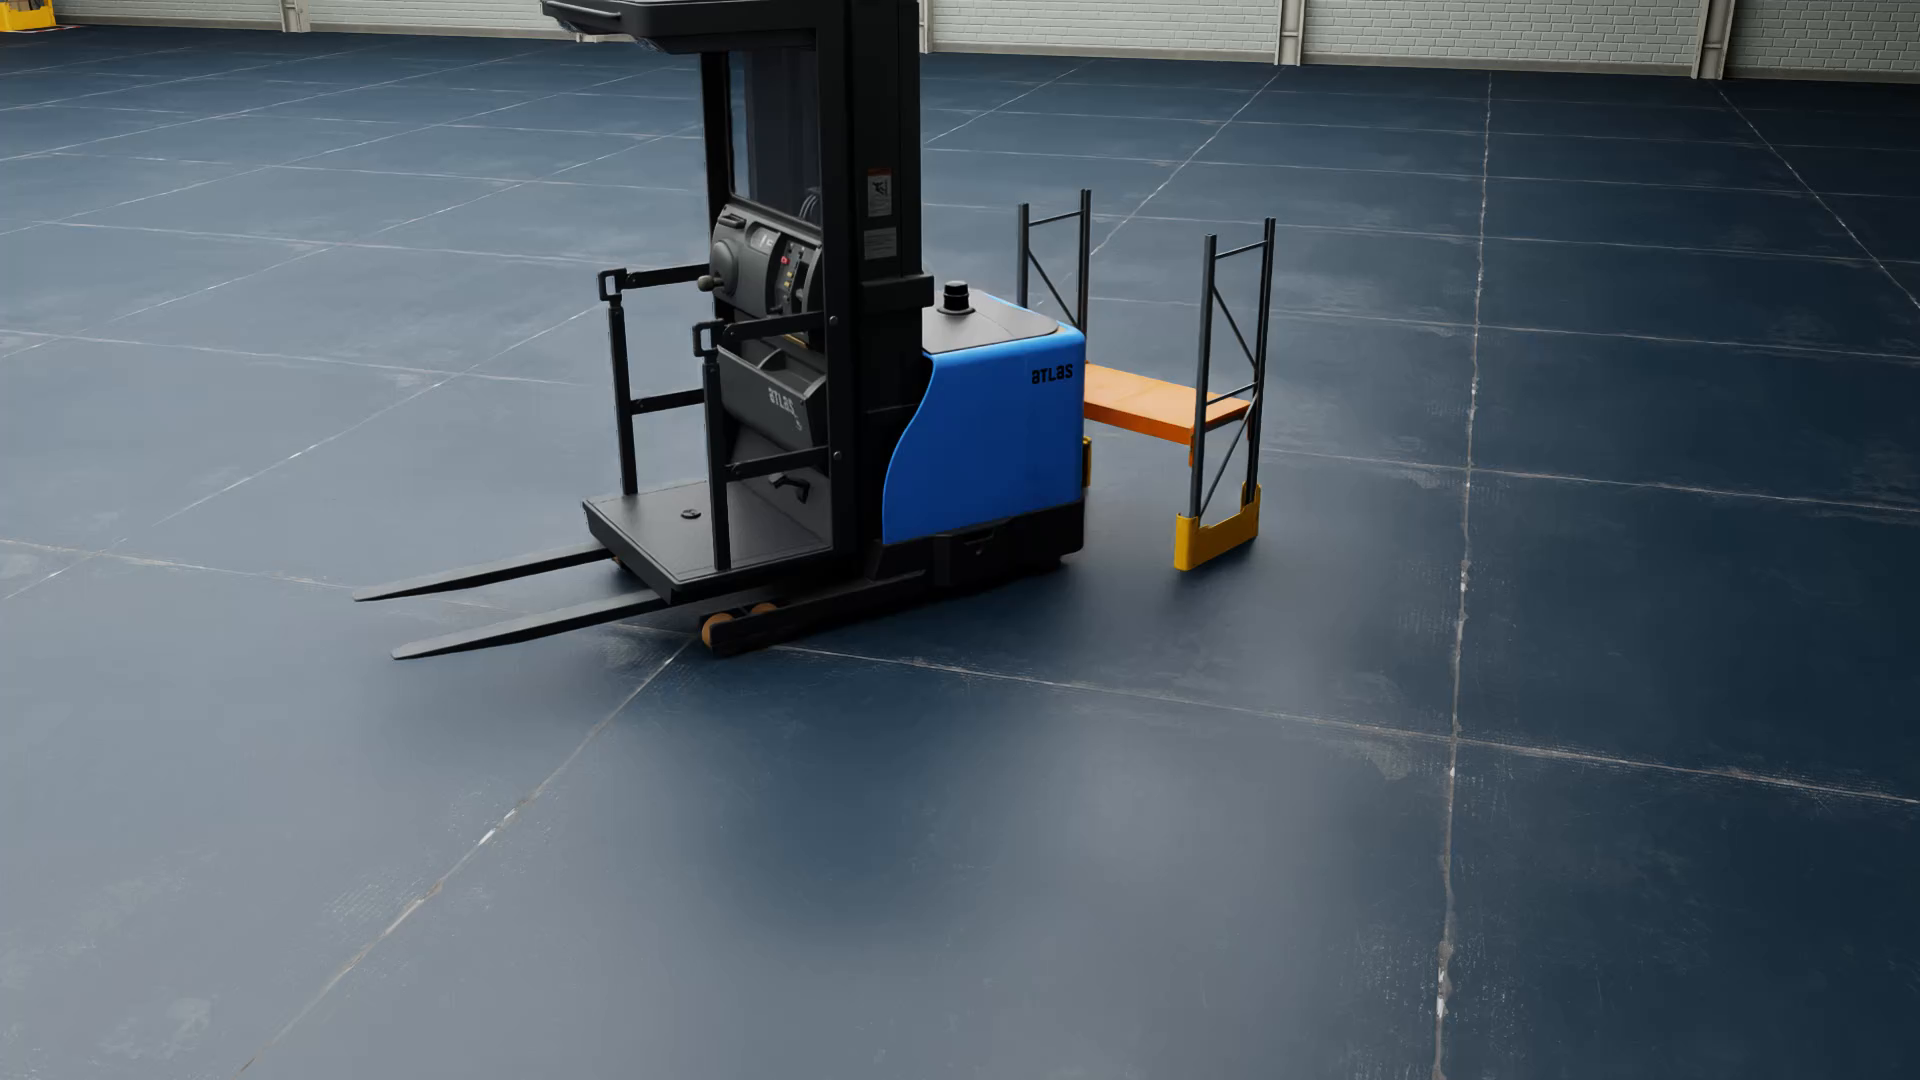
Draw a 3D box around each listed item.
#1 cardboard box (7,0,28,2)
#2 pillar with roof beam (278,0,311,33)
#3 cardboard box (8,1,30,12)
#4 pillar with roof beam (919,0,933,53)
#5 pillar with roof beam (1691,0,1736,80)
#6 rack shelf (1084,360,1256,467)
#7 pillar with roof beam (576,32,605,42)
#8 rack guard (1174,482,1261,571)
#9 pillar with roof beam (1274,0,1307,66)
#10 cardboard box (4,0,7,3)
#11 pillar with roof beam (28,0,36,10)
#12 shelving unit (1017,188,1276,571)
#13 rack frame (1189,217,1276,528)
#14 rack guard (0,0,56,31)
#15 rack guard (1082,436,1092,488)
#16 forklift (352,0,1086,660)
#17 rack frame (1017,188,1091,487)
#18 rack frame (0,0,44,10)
[{"bbox_3d":[-17.888,-10.251,31.218,0.500,0.250,0.500,7,23,16],"label":"cardboard box"},{"bbox_3d":[-13.403,-11.928,24.991,0.400,9.000,9.100,7,23,16],"label":"pillar with roof beam"},{"bbox_3d":[-17.911,-10.017,31.308,0.500,0.250,0.500,7,23,16],"label":"cardboard box"},{"bbox_3d":[-1.914,-10.612,21.784,0.400,9.000,9.100,7,23,16],"label":"pillar with roof beam"},{"bbox_3d":[9.574,-9.297,18.577,0.400,9.000,9.100,7,23,16],"label":"pillar with roof beam"},{"bbox_3d":[0.819,-0.603,7.739,1.000,0.185,0.538,19,29,38],"label":"rack shelf"},{"bbox_3d":[-7.659,-11.270,23.387,0.400,9.000,9.100,7,23,16],"label":"pillar with roof beam"},{"bbox_3d":[1.181,-0.067,7.605,0.087,0.250,0.587,19,29,38],"label":"rack guard"},{"bbox_3d":[3.830,-9.954,20.180,0.400,9.000,9.100,7,23,16],"label":"pillar with roof beam"},{"bbox_3d":[-18.054,-10.063,30.762,0.500,0.250,0.500,6,23,15],"label":"cardboard box"},{"bbox_3d":[-19.147,-12.585,26.594,0.400,9.000,9.100,7,23,16],"label":"pillar with roof beam"},{"bbox_3d":[0.812,-0.772,7.676,1.083,1.500,0.587,19,29,38],"label":"shelving unit"},{"bbox_3d":[1.196,-0.641,7.355,0.032,1.500,0.500,19,29,38],"label":"rack frame"},{"bbox_3d":[-17.474,-9.811,31.029,0.348,0.500,1.175,7,23,16],"label":"rack guard"},{"bbox_3d":[0.443,-0.321,8.222,0.087,0.250,0.587,19,29,38],"label":"rack guard"},{"bbox_3d":[-0.968,-1.122,6.644,3.031,2.935,1.130,-13,26,-29],"label":"forklift"},{"bbox_3d":[0.442,-0.899,7.986,0.032,1.500,0.500,19,29,38],"label":"rack frame"},{"bbox_3d":[-17.497,-10.970,30.561,0.127,3.000,1.000,7,23,16],"label":"rack frame"}]
